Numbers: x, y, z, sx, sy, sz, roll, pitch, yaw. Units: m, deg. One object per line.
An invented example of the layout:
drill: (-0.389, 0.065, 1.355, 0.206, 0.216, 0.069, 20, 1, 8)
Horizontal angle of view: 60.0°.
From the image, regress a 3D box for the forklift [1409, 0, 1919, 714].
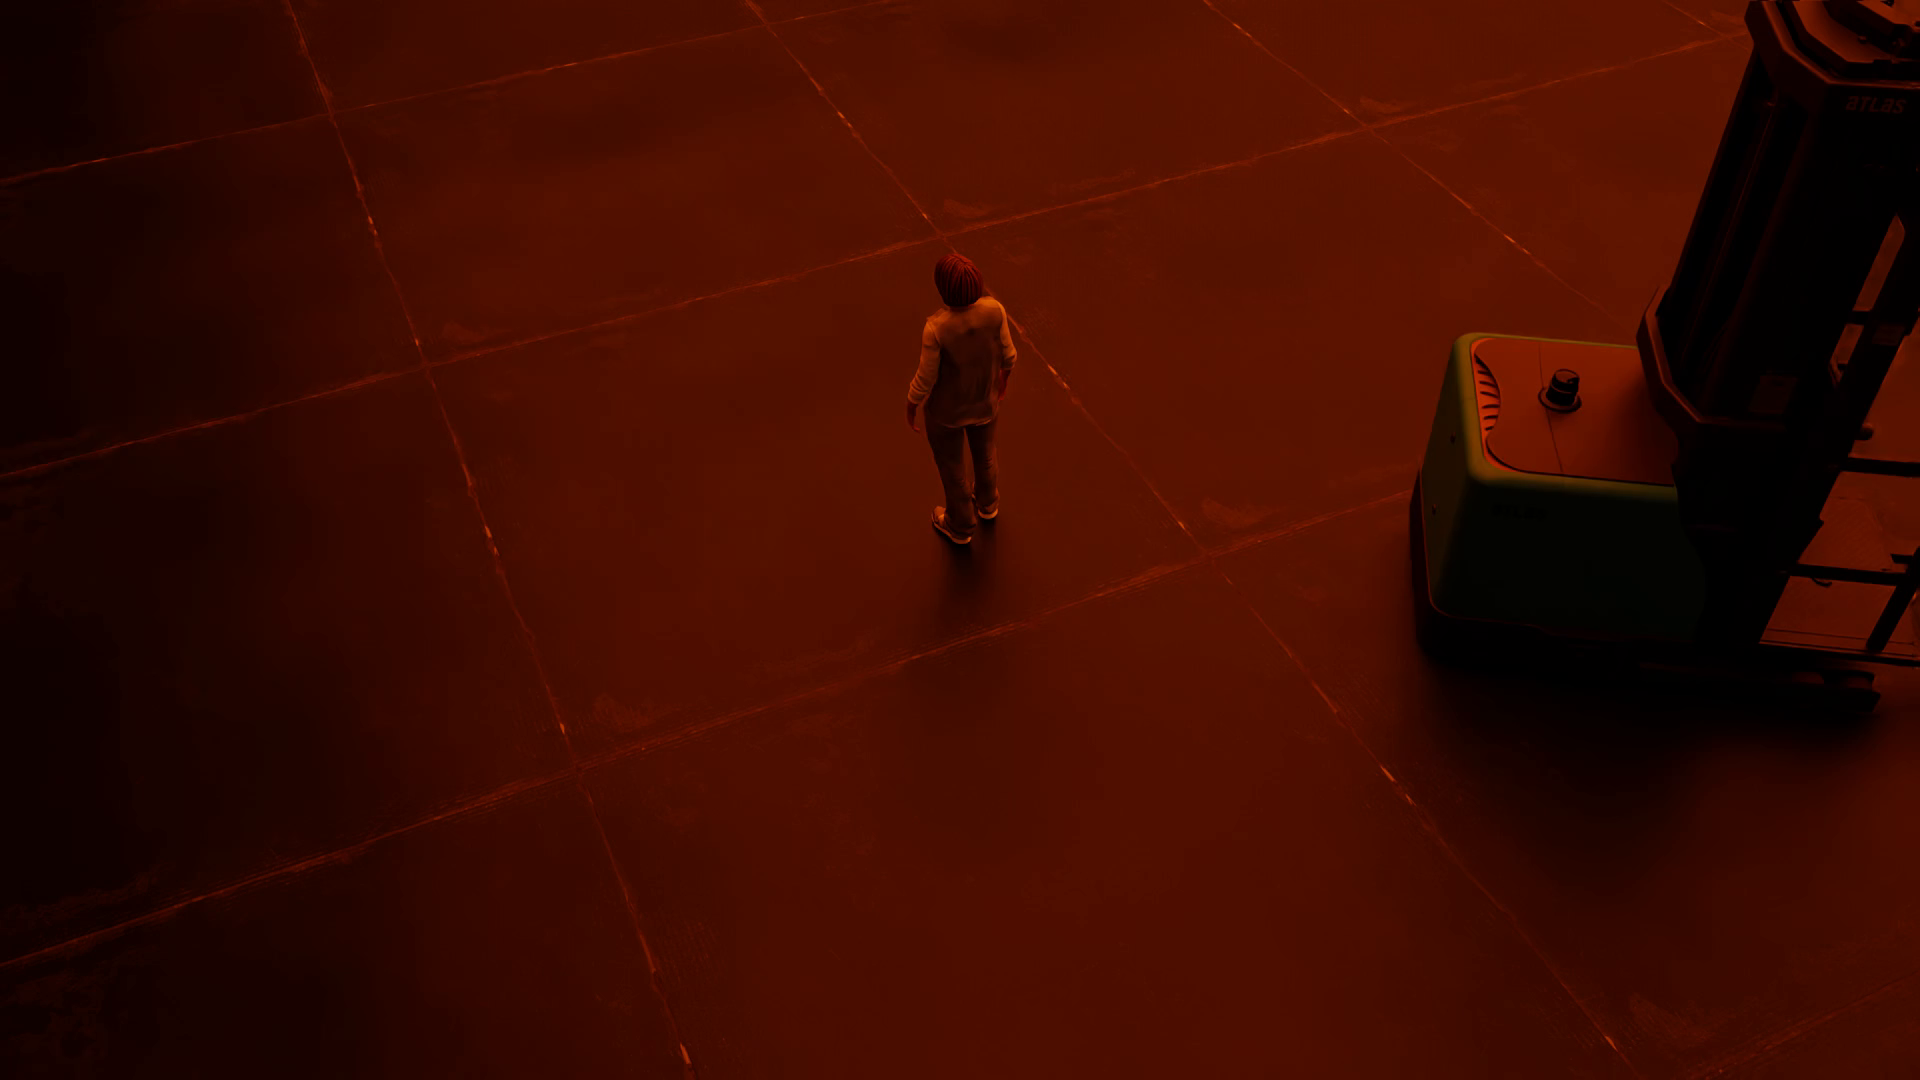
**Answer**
forklift: (3.564, -0.727, 6.459, 3.031, 2.935, 1.130, 6, 43, 6)

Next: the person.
person: (-0.018, -0.639, 7.332, 0.520, 1.597, 0.475, -18, 46, -18)
